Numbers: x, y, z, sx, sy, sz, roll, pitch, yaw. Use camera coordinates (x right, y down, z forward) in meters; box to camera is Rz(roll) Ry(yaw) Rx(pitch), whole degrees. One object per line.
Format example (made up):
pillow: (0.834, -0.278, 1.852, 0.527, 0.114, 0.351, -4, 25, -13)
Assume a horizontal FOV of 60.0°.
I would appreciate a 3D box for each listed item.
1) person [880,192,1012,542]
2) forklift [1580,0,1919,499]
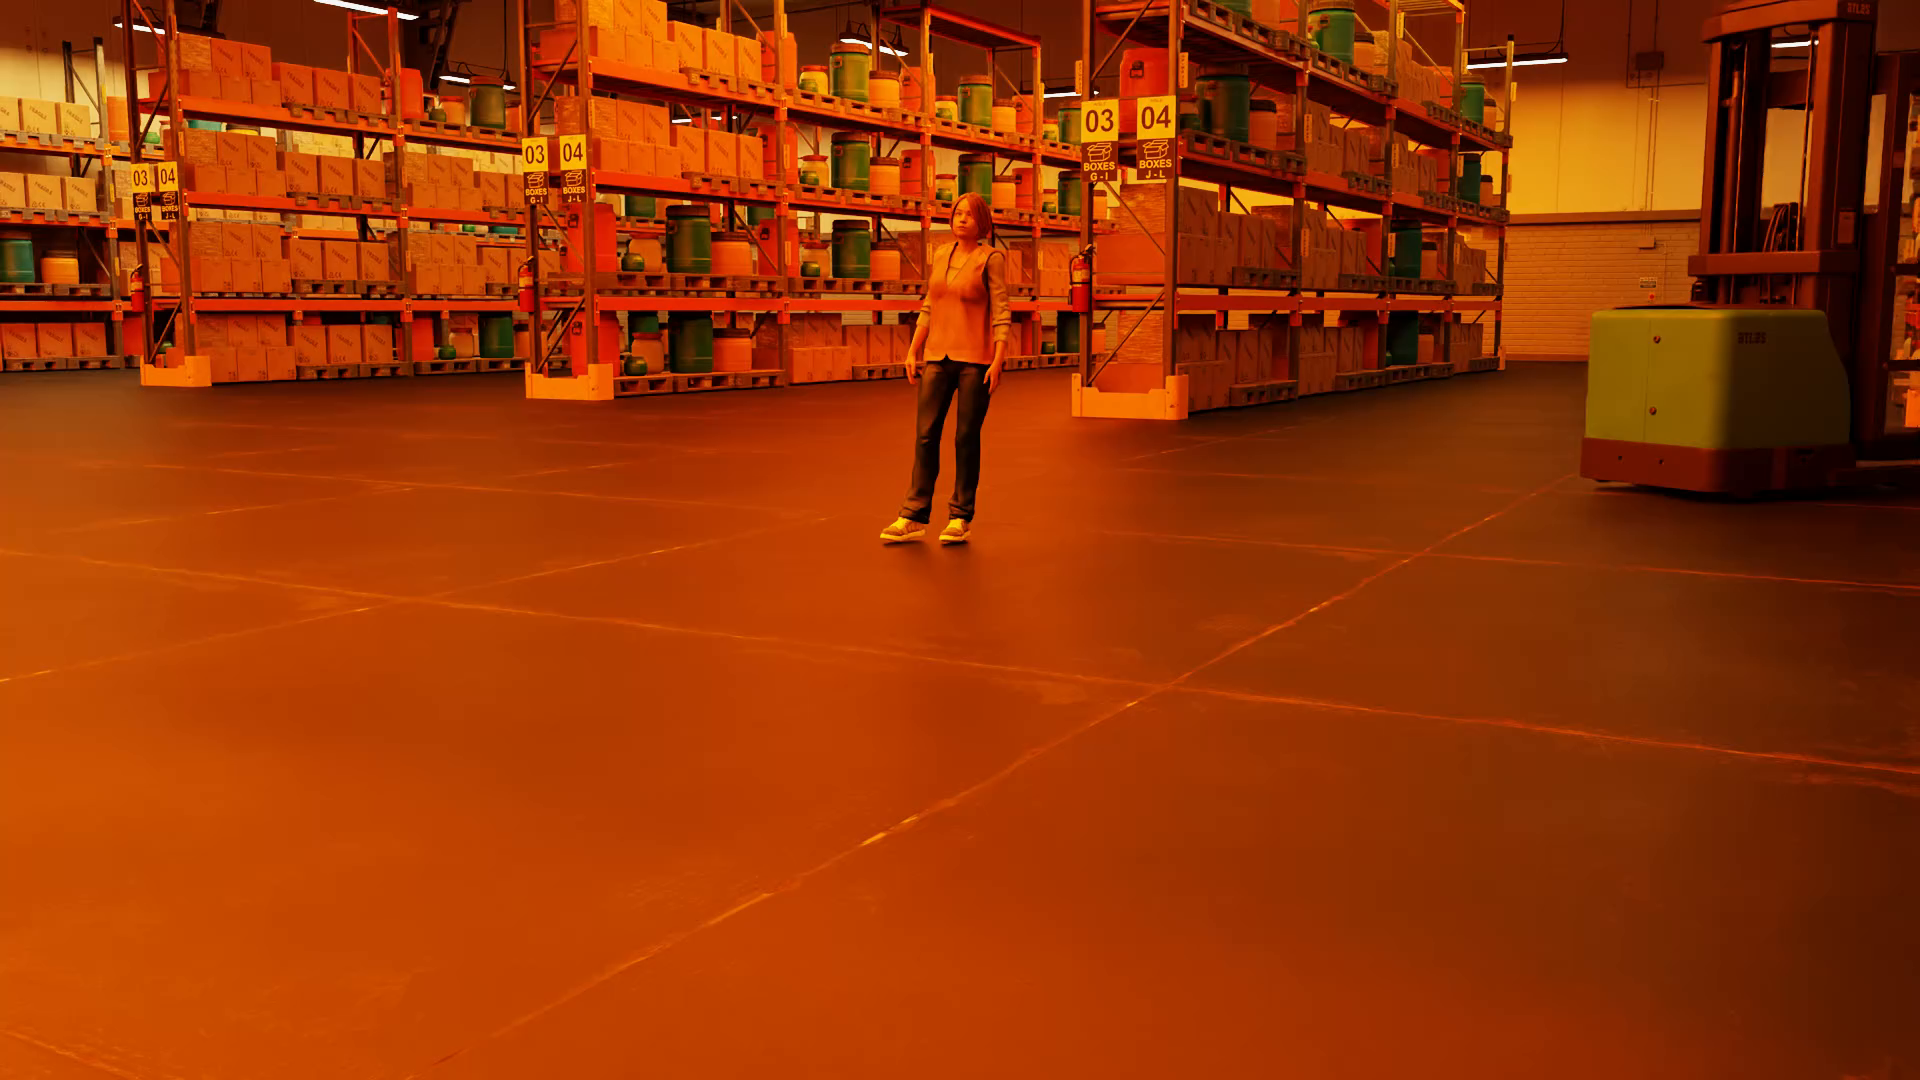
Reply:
person: (-0.049, -0.791, 7.646, 0.520, 1.599, 0.473, 4, 9, 29)
forklift: (5.309, -1.787, 10.040, 3.031, 2.935, 1.130, -4, 9, -24)
